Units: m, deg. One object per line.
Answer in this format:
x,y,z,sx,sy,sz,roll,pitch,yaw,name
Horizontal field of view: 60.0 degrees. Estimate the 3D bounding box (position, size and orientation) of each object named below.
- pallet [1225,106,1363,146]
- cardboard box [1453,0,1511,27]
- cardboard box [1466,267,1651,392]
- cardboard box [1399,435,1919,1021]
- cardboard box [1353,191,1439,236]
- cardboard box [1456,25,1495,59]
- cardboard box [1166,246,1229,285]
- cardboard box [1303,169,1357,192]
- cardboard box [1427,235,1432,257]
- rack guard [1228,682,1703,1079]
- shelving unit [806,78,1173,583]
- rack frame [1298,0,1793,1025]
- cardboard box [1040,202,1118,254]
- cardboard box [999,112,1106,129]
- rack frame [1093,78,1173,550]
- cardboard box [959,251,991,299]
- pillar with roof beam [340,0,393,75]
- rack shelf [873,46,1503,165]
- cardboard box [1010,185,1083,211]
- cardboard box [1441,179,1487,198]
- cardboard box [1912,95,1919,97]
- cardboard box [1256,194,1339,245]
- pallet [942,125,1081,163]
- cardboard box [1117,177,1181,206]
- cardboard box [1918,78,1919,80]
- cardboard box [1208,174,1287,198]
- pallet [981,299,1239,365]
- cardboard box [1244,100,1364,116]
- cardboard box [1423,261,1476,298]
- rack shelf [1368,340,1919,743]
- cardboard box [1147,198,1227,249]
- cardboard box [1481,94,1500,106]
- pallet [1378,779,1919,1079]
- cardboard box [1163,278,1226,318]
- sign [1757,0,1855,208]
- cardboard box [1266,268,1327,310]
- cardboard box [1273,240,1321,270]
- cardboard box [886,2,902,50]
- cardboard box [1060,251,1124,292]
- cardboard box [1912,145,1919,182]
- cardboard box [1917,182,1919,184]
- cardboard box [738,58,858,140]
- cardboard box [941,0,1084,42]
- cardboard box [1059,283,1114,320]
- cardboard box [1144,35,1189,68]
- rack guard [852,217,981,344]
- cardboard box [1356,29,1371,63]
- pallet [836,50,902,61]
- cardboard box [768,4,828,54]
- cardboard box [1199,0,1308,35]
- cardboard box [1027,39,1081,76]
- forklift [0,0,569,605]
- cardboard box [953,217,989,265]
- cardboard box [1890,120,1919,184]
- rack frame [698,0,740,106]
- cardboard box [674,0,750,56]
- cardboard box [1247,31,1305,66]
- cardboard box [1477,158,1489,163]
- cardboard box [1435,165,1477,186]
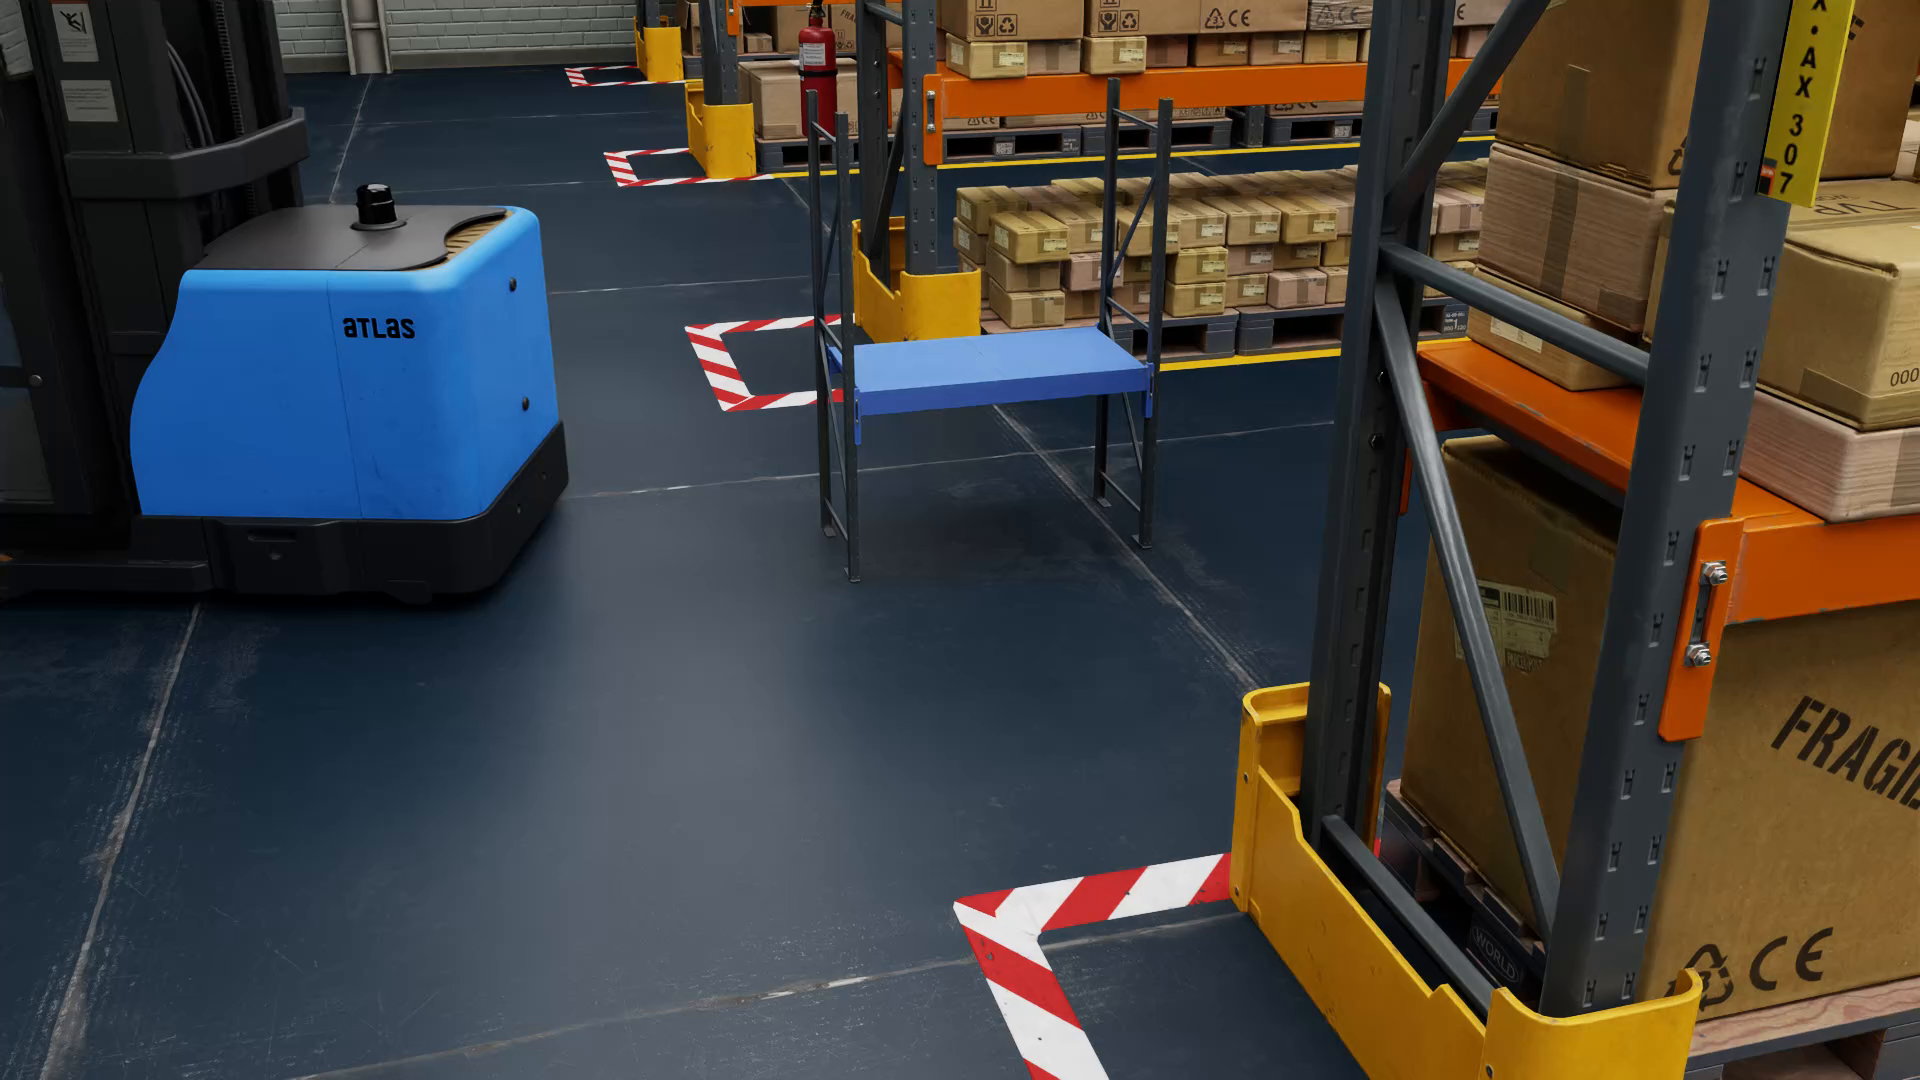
2.850,-3.396,13.396,1.213,0.211,1.003,-6,24,-14,pallet
2.193,-2.614,7.535,0.500,0.500,0.500,-6,24,-15,cardboard box
1.207,-0.425,3.256,0.250,0.149,0.380,-6,24,-13,cardboard box
1.547,0.307,3.393,0.875,0.875,0.875,-6,24,-14,cardboard box
2.053,-1.551,7.888,0.250,0.149,0.380,-7,24,-16,cardboard box
2.349,-2.330,7.695,0.250,0.149,0.380,-7,24,-17,cardboard box
1.051,-1.303,7.689,0.250,0.149,0.380,-6,24,-13,cardboard box
1.910,-1.751,8.355,0.250,0.149,0.380,-7,24,-17,cardboard box
2.062,-1.450,8.030,0.250,0.149,0.380,-7,24,-17,cardboard box
0.930,0.773,3.314,0.348,0.500,1.175,-6,24,-14,rack guard
0.082,-0.698,5.475,1.048,1.500,0.538,-6,24,-14,shelving unit
0.953,-0.378,2.827,0.127,3.000,1.000,-6,24,-14,rack frame
0.539,-1.430,7.607,0.250,0.149,0.380,-6,24,-13,cardboard box
0.632,-3.460,12.727,0.875,0.438,0.875,-7,24,-16,cardboard box
0.572,-0.752,5.602,0.032,1.500,0.500,-6,24,-14,rack frame
0.161,-1.290,8.035,0.250,0.149,0.380,-6,24,-13,cardboard box
-4.745,-7.202,11.122,0.400,9.000,9.100,-6,24,-14,pillar with roof beam
1.636,-2.154,7.879,4.000,0.370,1.077,-6,24,-14,rack shelf
0.409,-1.586,7.970,0.250,0.149,0.380,-6,24,-13,cardboard box
2.545,-1.648,8.115,0.250,0.149,0.380,-6,24,-13,cardboard box
5.349,-2.175,8.702,0.500,0.250,0.500,-5,24,-12,cardboard box
1.568,-1.503,7.776,0.250,0.149,0.380,-6,24,-14,cardboard box
0.197,-3.102,12.712,1.213,0.211,1.003,-6,24,-14,pallet
0.890,-1.665,8.155,0.250,0.149,0.380,-7,24,-16,cardboard box
5.715,-2.429,9.294,0.500,0.250,0.500,-6,24,-14,cardboard box
1.418,-1.701,8.238,0.250,0.149,0.380,-7,24,-16,cardboard box
0.575,-1.072,7.980,1.213,0.211,1.003,-6,24,-14,pallet
2.702,-3.879,13.149,0.875,0.875,0.875,-6,24,-13,cardboard box
2.279,-1.299,8.057,0.250,0.149,0.380,-6,24,-14,cardboard box
2.878,-0.260,3.465,4.000,0.370,1.077,-6,24,-14,rack shelf
1.033,-1.466,7.691,0.250,0.149,0.380,-8,24,-17,cardboard box
4.431,-4.074,13.602,0.875,0.875,0.875,-6,24,-14,cardboard box
1.701,0.789,3.644,1.213,0.211,1.003,-6,24,-14,pallet
1.044,-1.163,7.738,0.250,0.149,0.380,-6,24,-14,cardboard box
1.097,-0.601,2.148,0.005,0.325,0.100,-6,24,-14,sign
1.527,-1.219,7.871,0.250,0.149,0.380,-8,24,-17,cardboard box
1.531,-1.412,7.943,0.250,0.149,0.380,-5,24,-12,cardboard box
-0.621,-5.285,16.900,0.500,0.500,0.700,-7,24,-16,cardboard box
0.563,-1.257,7.582,0.250,0.149,0.380,-6,24,-15,cardboard box
1.969,-0.792,2.654,0.500,0.500,0.500,-7,24,-16,cardboard box
1.986,-0.452,2.813,0.500,0.250,0.500,-7,24,-15,cardboard box
-1.116,-3.264,12.270,0.875,0.438,0.875,-7,24,-16,cardboard box
0.217,-2.397,7.029,0.500,0.500,0.500,-5,24,-12,cardboard box
0.531,-1.148,7.704,0.250,0.149,0.380,-6,24,-15,cardboard box
0.831,-2.197,7.385,0.250,0.149,0.380,-5,24,-12,cardboard box
-0.217,-1.131,7.752,0.348,0.500,1.175,-6,24,-14,rack guard
1.864,-2.269,7.553,0.250,0.149,0.380,-6,24,-13,cardboard box
-1.056,-4.965,17.053,1.213,0.211,1.003,-6,24,-14,pallet
-1.621,-5.174,16.642,0.500,0.500,0.700,-5,24,-12,cardboard box
1.201,-2.511,7.295,0.500,0.500,0.500,-6,24,-14,cardboard box
0.345,-2.109,7.180,0.250,0.149,0.380,-5,24,-12,cardboard box
-2.956,-1.347,5.172,3.031,2.935,1.130,1,23,2,forklift
0.141,-1.456,8.045,0.250,0.149,0.380,-7,24,-16,cardboard box
1.836,-0.652,3.278,0.500,0.250,0.500,-7,24,-15,cardboard box
-1.724,-4.140,11.595,0.127,3.000,1.000,-6,24,-14,rack frame
-2.454,-5.099,16.464,0.637,0.503,0.797,-7,24,-16,cardboard box
1.344,-2.232,7.467,0.250,0.149,0.380,-7,24,-15,cardboard box
2.893,-1.889,8.677,0.250,0.149,0.380,-5,24,-12,cardboard box
2.418,-1.807,8.486,0.250,0.149,0.380,-7,24,-16,cardboard box
